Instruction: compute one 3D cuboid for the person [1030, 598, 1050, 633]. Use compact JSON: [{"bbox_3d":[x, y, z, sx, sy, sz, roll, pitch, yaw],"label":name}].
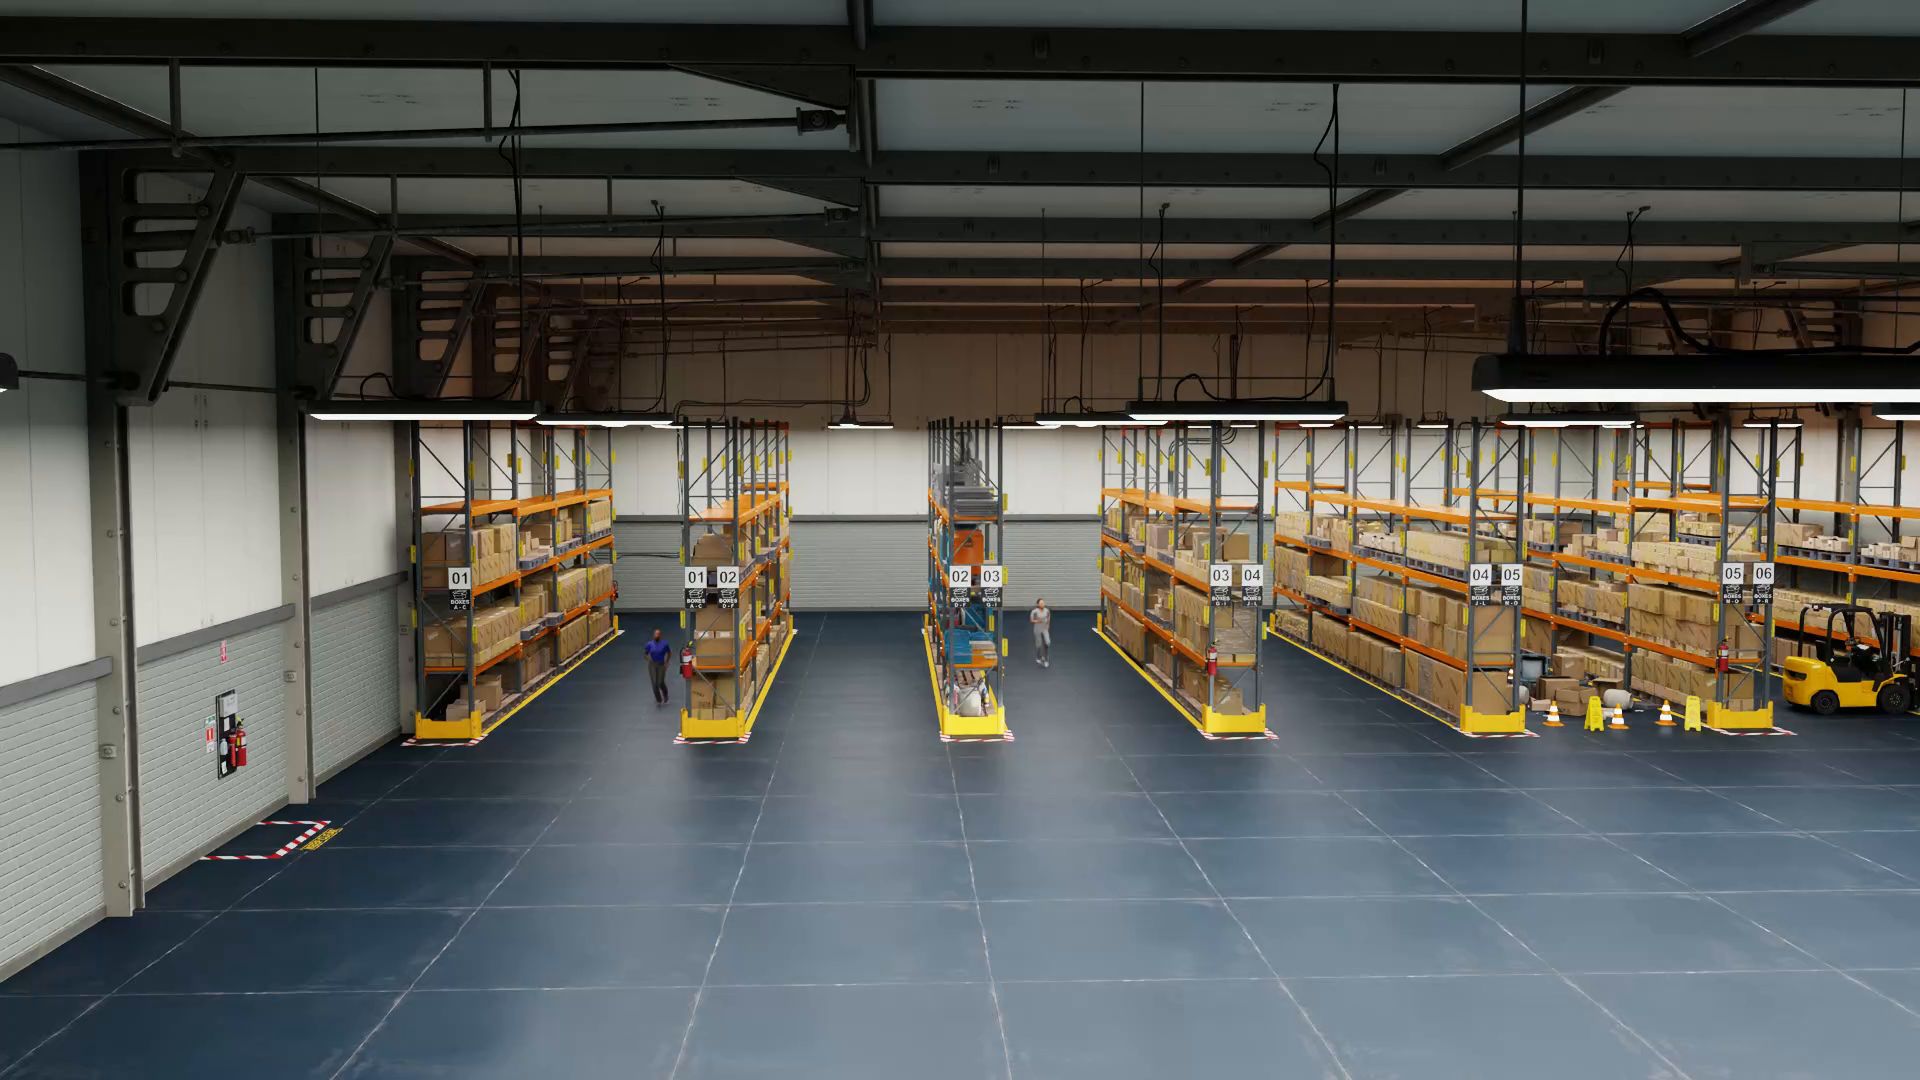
[{"bbox_3d":[1.971,1.839,40.421,0.549,0.837,0.579,-1,4,-10],"label":"person"}]
